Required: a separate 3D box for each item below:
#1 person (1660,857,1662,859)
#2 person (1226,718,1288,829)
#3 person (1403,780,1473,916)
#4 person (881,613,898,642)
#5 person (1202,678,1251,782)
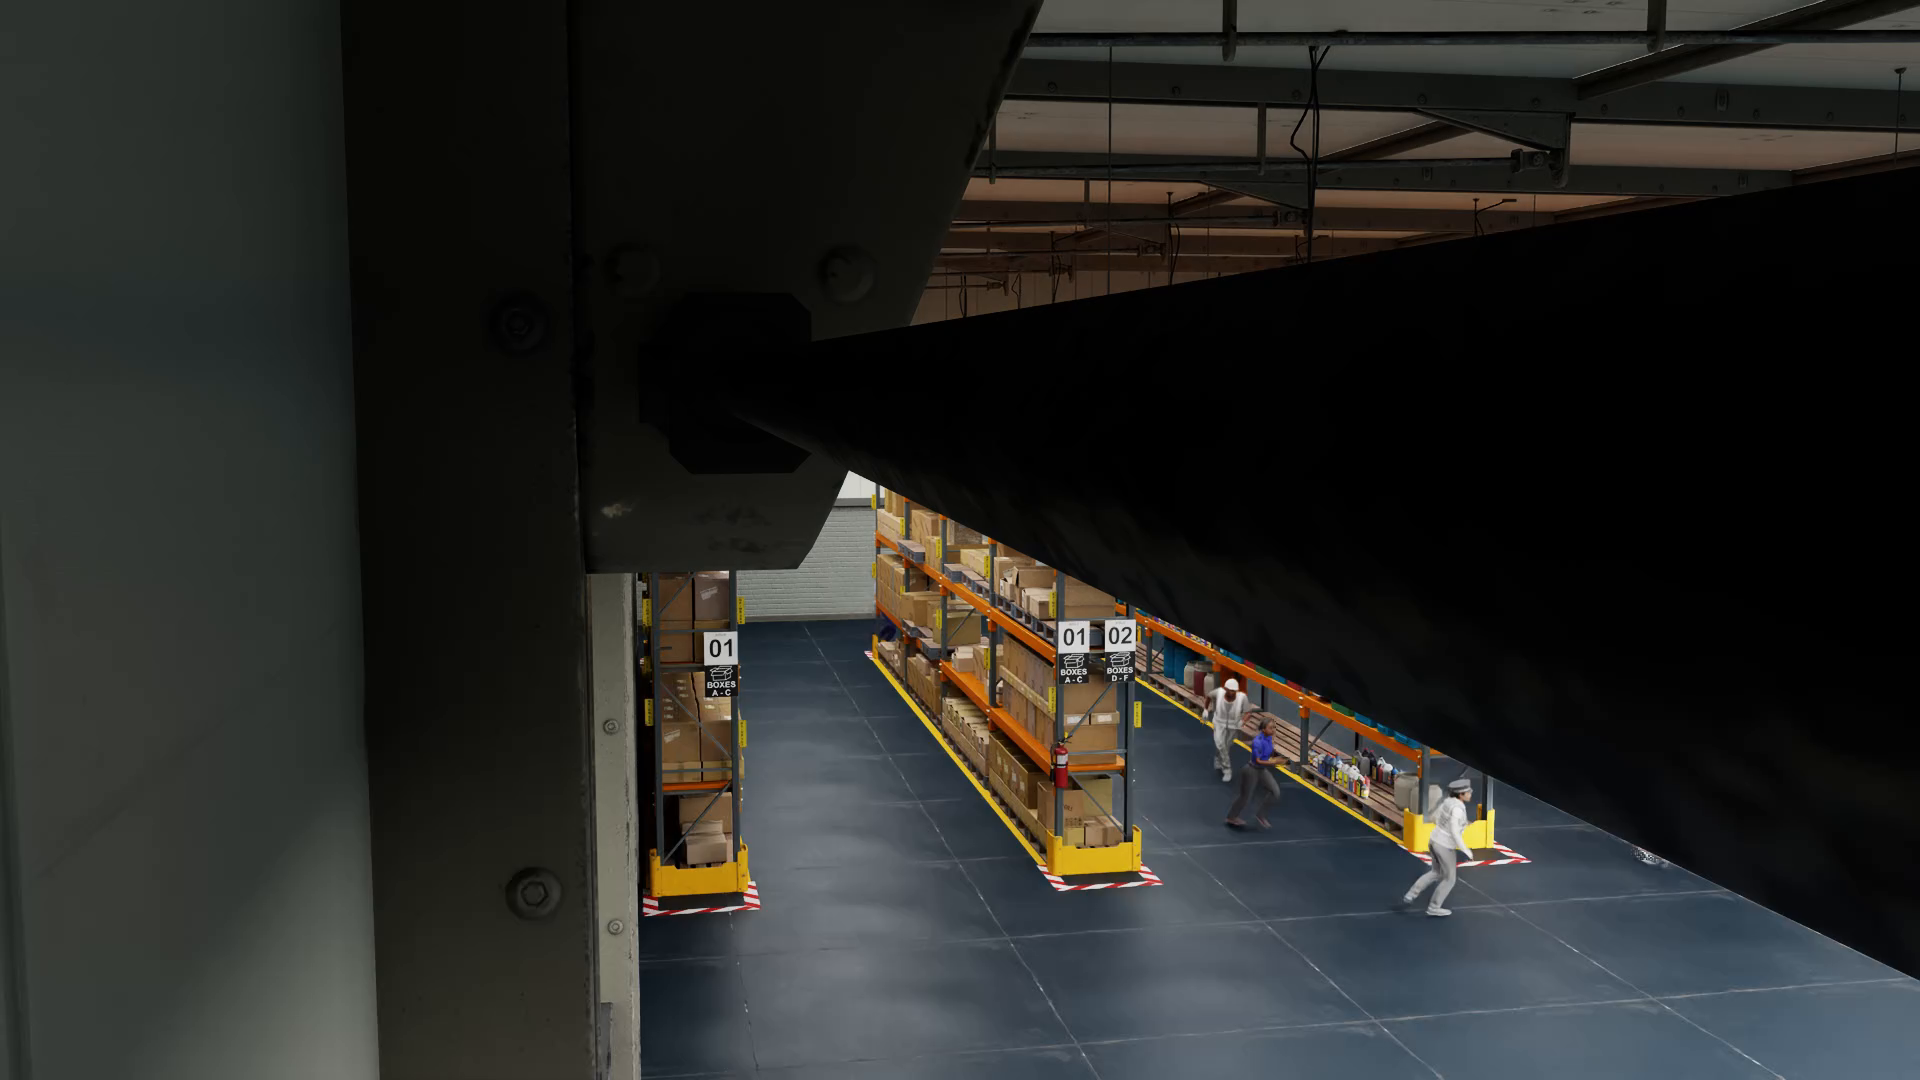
[{"bbox_3d":[9.312,3.343,21.369,0.630,1.598,0.714,5,8,39],"label":"person"},{"bbox_3d":[4.101,3.208,22.827,0.937,1.597,0.576,5,8,42],"label":"person"},{"bbox_3d":[5.554,3.558,19.255,0.700,1.606,0.579,0,6,-2],"label":"person"},{"bbox_3d":[-1.541,1.614,38.285,0.545,1.582,0.610,5,8,41],"label":"person"},{"bbox_3d":[4.118,2.869,25.748,0.713,1.598,1.097,0,6,3],"label":"person"}]
